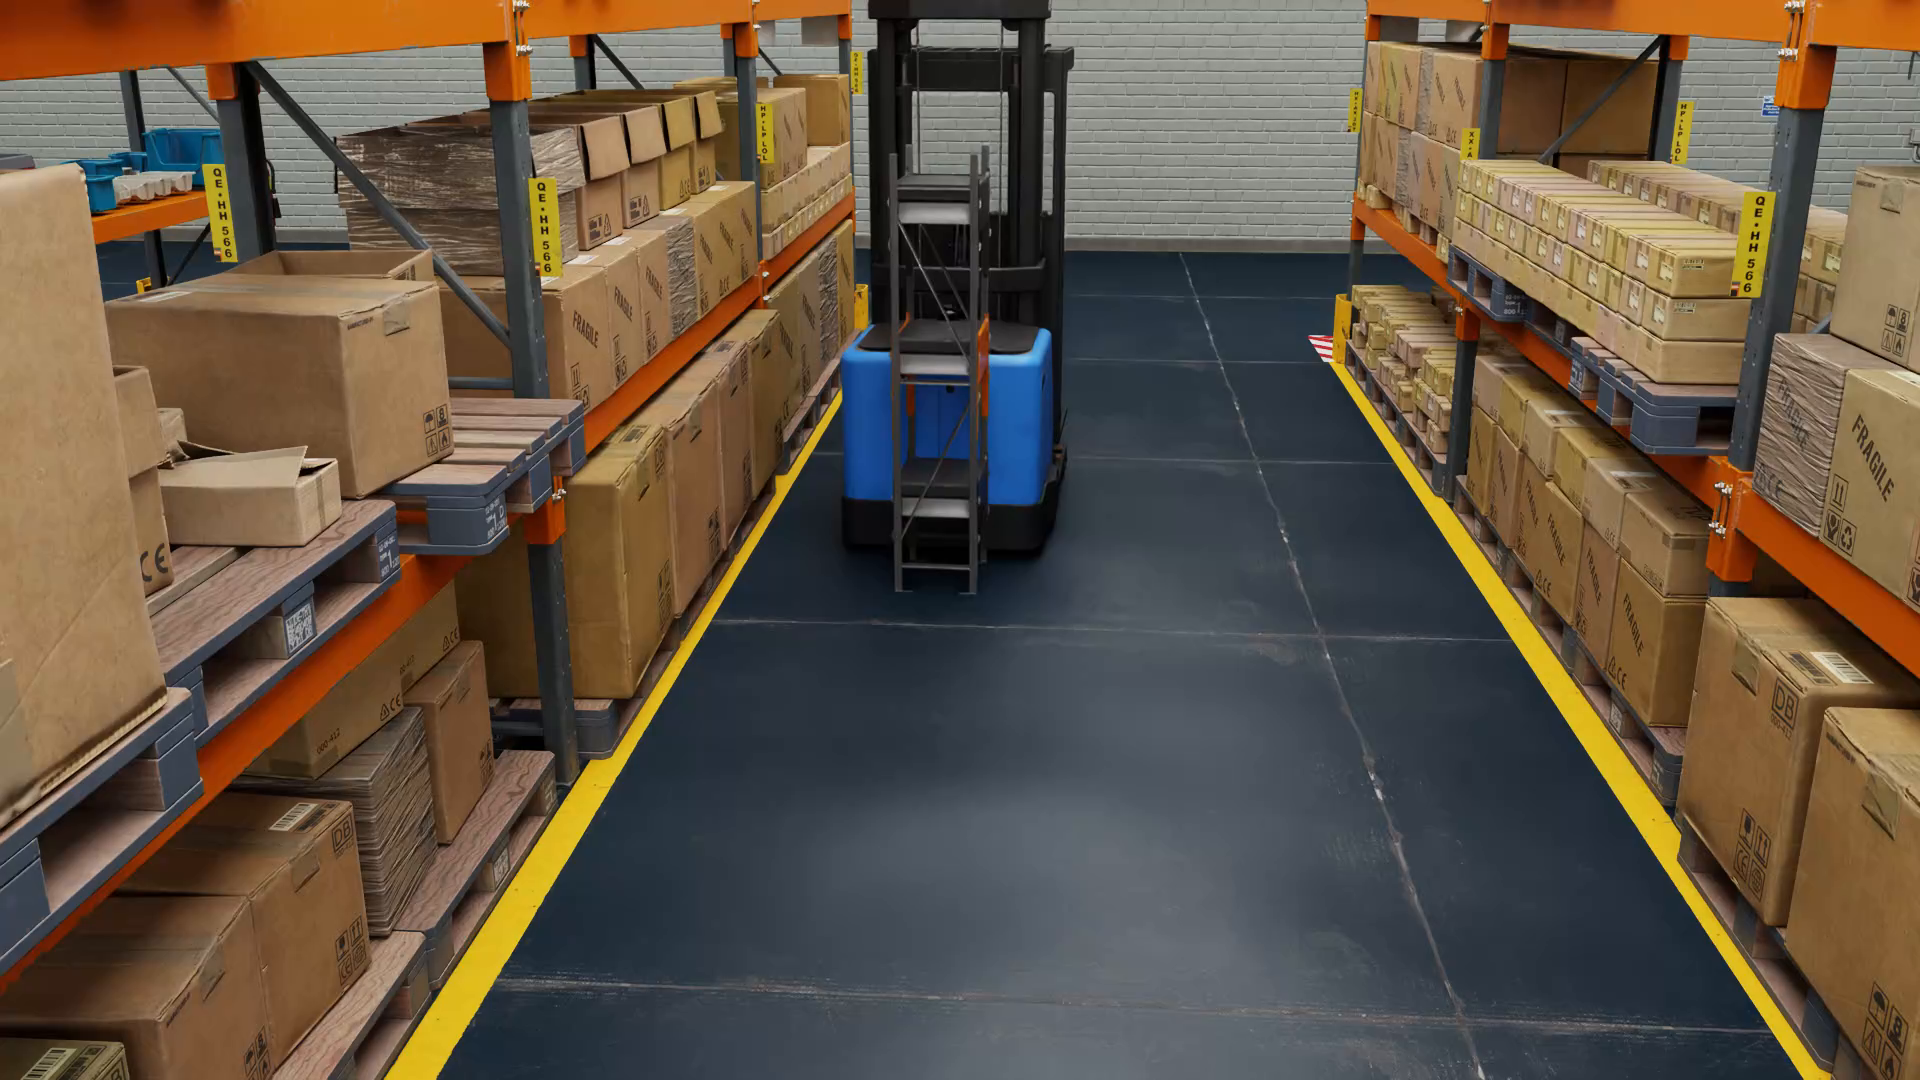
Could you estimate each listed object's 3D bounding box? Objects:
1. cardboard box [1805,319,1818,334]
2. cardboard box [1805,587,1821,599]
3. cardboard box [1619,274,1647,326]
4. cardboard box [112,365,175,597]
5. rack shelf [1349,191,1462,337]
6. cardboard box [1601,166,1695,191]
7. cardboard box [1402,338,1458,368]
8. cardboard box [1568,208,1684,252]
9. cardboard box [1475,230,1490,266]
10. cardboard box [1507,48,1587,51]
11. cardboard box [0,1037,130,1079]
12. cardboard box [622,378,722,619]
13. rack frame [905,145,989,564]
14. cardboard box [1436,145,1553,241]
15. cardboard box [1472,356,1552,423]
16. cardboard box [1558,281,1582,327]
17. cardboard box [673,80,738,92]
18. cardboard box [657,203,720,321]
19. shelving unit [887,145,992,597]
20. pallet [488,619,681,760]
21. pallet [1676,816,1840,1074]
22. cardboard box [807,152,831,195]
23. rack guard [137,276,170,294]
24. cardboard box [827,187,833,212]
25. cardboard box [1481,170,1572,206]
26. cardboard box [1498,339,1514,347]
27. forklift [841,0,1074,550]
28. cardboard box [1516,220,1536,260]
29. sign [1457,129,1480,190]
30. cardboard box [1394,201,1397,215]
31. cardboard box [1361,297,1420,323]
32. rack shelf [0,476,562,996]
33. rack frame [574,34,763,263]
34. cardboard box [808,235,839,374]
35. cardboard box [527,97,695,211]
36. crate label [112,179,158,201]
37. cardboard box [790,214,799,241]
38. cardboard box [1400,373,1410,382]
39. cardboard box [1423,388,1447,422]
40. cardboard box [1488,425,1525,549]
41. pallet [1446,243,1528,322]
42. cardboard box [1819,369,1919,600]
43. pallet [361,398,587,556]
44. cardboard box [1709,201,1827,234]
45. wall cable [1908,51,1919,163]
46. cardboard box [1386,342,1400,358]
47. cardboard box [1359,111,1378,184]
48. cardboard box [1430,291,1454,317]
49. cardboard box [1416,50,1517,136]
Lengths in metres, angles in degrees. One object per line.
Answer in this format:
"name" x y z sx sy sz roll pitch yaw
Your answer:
"cardboard box" 3.265 -0.694 5.953 0.380 0.149 0.250 2 18 7
"cardboard box" 3.303 0.027 6.159 0.500 0.250 0.500 0 18 1
"cardboard box" 2.611 -0.864 5.994 0.380 0.149 0.250 2 18 6
"cardboard box" -2.183 -0.085 3.525 0.797 0.503 0.637 3 18 10
"rack shelf" 3.442 -1.918 11.114 1.077 0.370 4.000 1 18 4
"cardboard box" 3.446 -1.789 8.338 0.380 0.149 0.250 1 18 2
"cardboard box" 3.078 -1.205 10.732 0.380 0.149 0.250 0 18 1
"cardboard box" 2.668 -1.239 6.659 0.380 0.149 0.250 1 18 4
"cardboard box" 2.776 -1.443 8.238 0.380 0.149 0.250 1 18 4
"cardboard box" 3.701 -2.914 10.754 0.500 0.500 0.500 1 18 2
"cardboard box" -2.096 1.345 3.309 0.700 0.500 0.500 1 18 4
"cardboard box" -1.786 -0.219 7.511 1.225 0.875 0.875 1 18 4
"rack frame" -0.061 -0.883 8.246 0.400 2.100 0.015 2 18 6
"cardboard box" 3.052 -1.984 9.522 0.500 0.500 0.500 1 18 4
"cardboard box" 2.982 -0.783 8.631 0.500 0.250 0.500 0 18 1
"cardboard box" 2.666 -0.958 6.757 0.380 0.149 0.250 0 18 1
"cardboard box" -1.725 -2.990 11.789 0.500 0.500 0.500 1 18 2
"cardboard box" -1.475 -1.361 8.098 0.500 0.500 0.500 1 18 3
"shelving unit" -0.090 -0.808 8.016 0.431 2.100 0.503 2 18 6
"pallet" -1.796 0.544 6.925 1.003 0.211 1.213 1 18 4
"pallet" 2.880 1.172 5.007 1.003 0.211 1.213 1 18 4
"cardboard box" -1.198 -2.621 11.867 0.500 0.250 0.500 1 18 2
"rack guard" -6.306 -1.953 14.081 1.175 0.500 0.348 1 18 4
"cardboard box" -1.123 -2.468 12.042 0.380 0.149 0.250 1 18 3
"cardboard box" 2.777 -1.723 8.138 0.380 0.149 0.250 1 18 4
"cardboard box" 3.674 -1.191 10.689 0.380 0.149 0.250 2 18 5
"forklift" 0.070 -1.755 9.572 1.130 2.935 3.031 2 18 6
"cardboard box" 2.723 -1.340 7.447 0.380 0.149 0.250 1 18 3
"sign" 2.757 -2.060 9.001 0.100 0.325 0.005 1 18 4
"cardboard box" 3.260 -2.338 11.646 0.380 0.149 0.250 1 18 3
"cardboard box" 3.163 -1.689 12.210 0.380 0.149 0.250 1 18 4
"rack shelf" -2.071 0.425 3.965 1.077 0.370 4.000 1 18 4
"rack frame" -1.641 -1.781 9.540 1.000 3.000 0.127 1 18 4
"cardboard box" -1.386 -1.730 12.122 0.875 0.875 0.875 1 18 4
"cardboard box" -1.739 -1.893 8.112 0.797 0.503 0.637 1 18 5
"crate label" -6.203 -2.603 12.376 0.396 0.136 0.243 1 18 4
"cardboard box" -1.234 -1.991 10.585 0.380 0.149 0.250 1 18 2
"cardboard box" 3.147 -1.014 11.103 0.380 0.149 0.250 2 18 5
"cardboard box" 3.011 -0.814 10.016 0.380 0.149 0.250 0 18 1
"cardboard box" 2.945 -0.262 8.246 0.500 0.500 0.500 2 18 6
"pallet" 3.099 -1.313 8.421 1.003 0.211 1.213 1 18 4
"cardboard box" 2.677 -0.152 4.410 0.500 0.500 0.500 1 18 3
"pallet" -1.873 -0.223 5.095 1.213 0.211 1.003 1 18 4
"cardboard box" 3.331 -1.306 6.866 0.380 0.149 0.250 2 18 6
"wall cable" 10.326 -5.008 17.758 0.588 1.984 0.122 1 18 4
"cardboard box" 3.236 -1.386 11.763 0.380 0.149 0.250 0 18 1
"cardboard box" 3.278 -2.936 12.429 0.500 0.500 0.500 2 18 7
"cardboard box" 3.725 -1.761 12.430 0.380 0.149 0.250 2 18 5
"cardboard box" 3.145 -2.774 10.327 0.500 0.500 0.500 2 18 5
